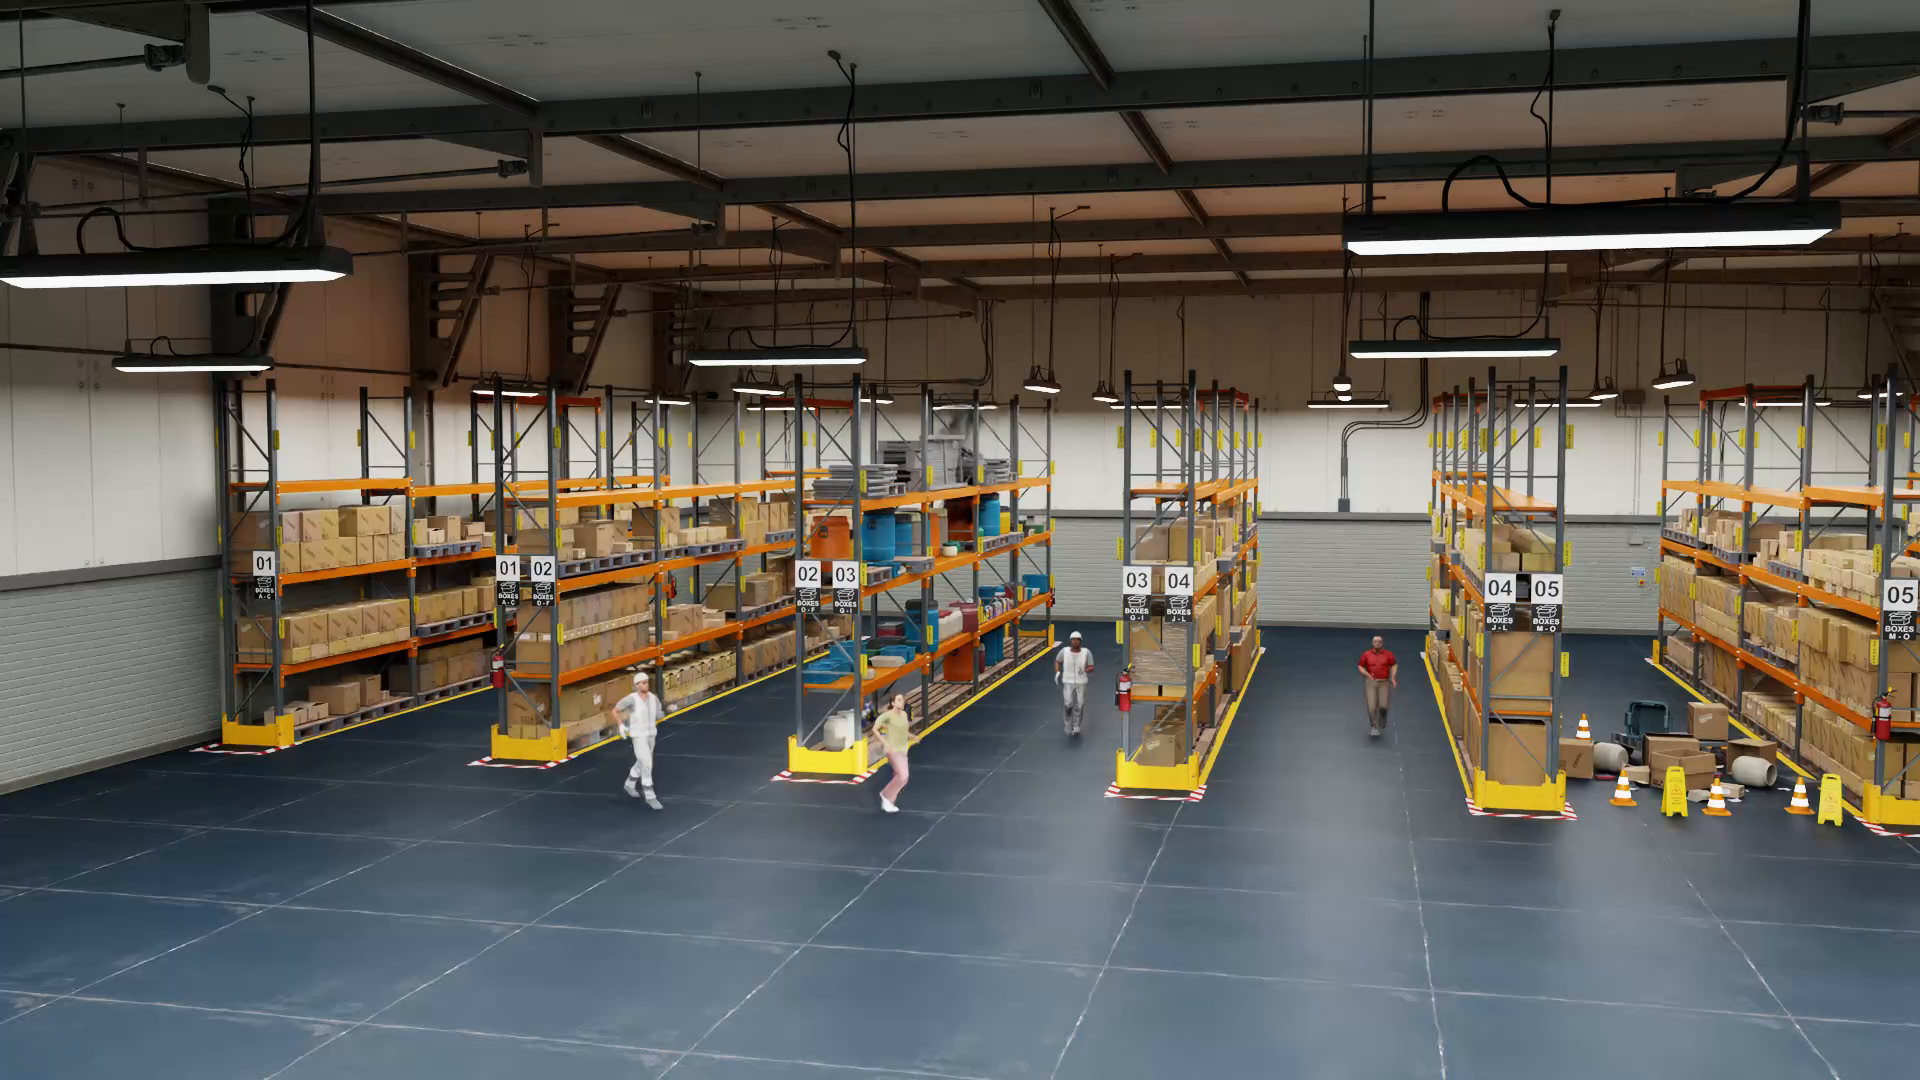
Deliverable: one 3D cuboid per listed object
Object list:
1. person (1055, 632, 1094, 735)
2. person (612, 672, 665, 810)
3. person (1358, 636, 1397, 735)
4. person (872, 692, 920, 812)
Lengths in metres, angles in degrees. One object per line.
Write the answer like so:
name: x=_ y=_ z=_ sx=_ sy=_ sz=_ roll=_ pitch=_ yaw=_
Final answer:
person: x=1.933 y=2.424 z=28.062 sx=0.662 sy=1.750 sz=0.662 roll=0 pitch=3 yaw=2
person: x=-4.347 y=2.720 z=22.756 sx=0.910 sy=1.817 sz=0.655 roll=3 pitch=4 yaw=37
person: x=7.091 y=2.474 z=28.229 sx=0.660 sy=1.680 sz=0.568 roll=1 pitch=4 yaw=12
person: x=-0.833 y=2.838 z=22.247 sx=0.567 sy=1.627 sz=0.553 roll=3 pitch=4 yaw=38
